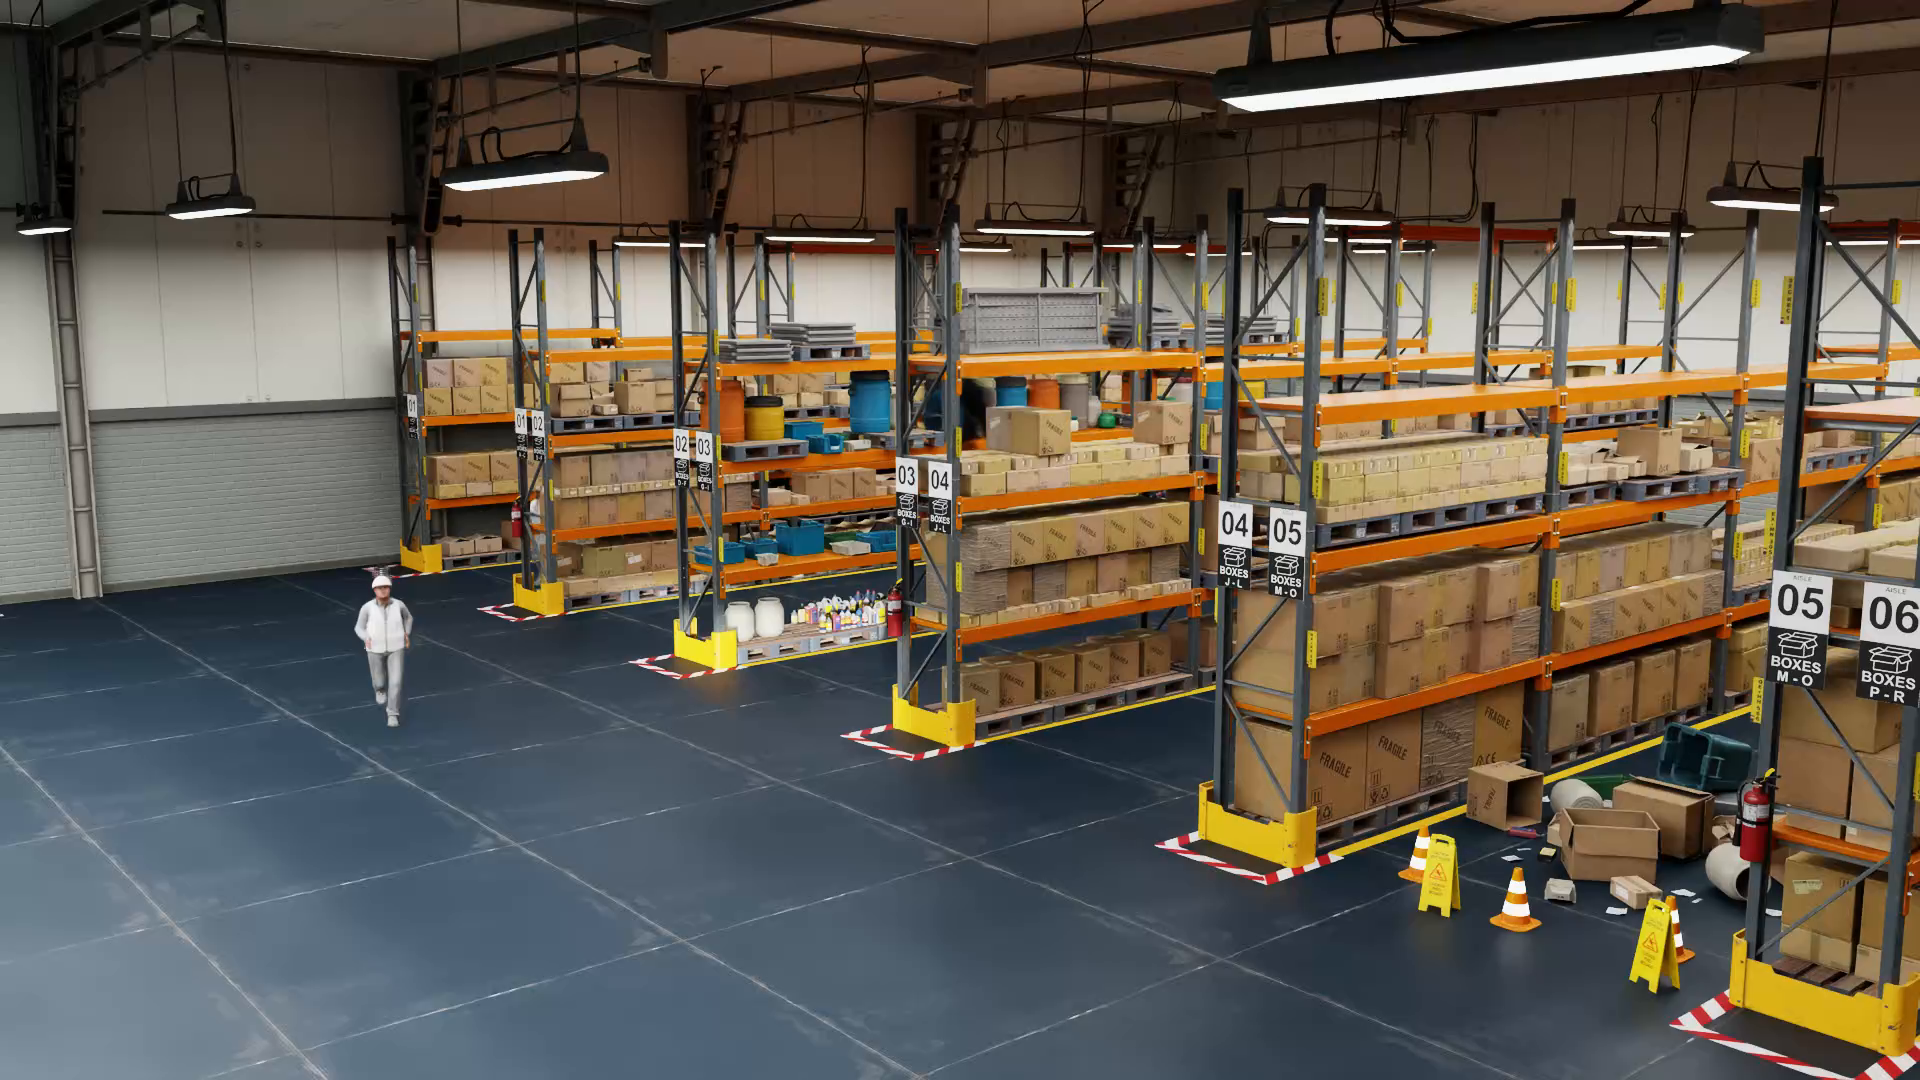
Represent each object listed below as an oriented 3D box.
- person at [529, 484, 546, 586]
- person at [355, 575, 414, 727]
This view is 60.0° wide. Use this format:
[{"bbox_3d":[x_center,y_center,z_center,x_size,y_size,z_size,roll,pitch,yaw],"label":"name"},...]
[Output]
[{"bbox_3d":[-7.169,-0.094,28.655,0.687,1.743,0.704,5,10,28],"label":"person"},{"bbox_3d":[-6.814,1.288,19.744,0.670,1.758,0.831,-4,10,-23],"label":"person"}]
